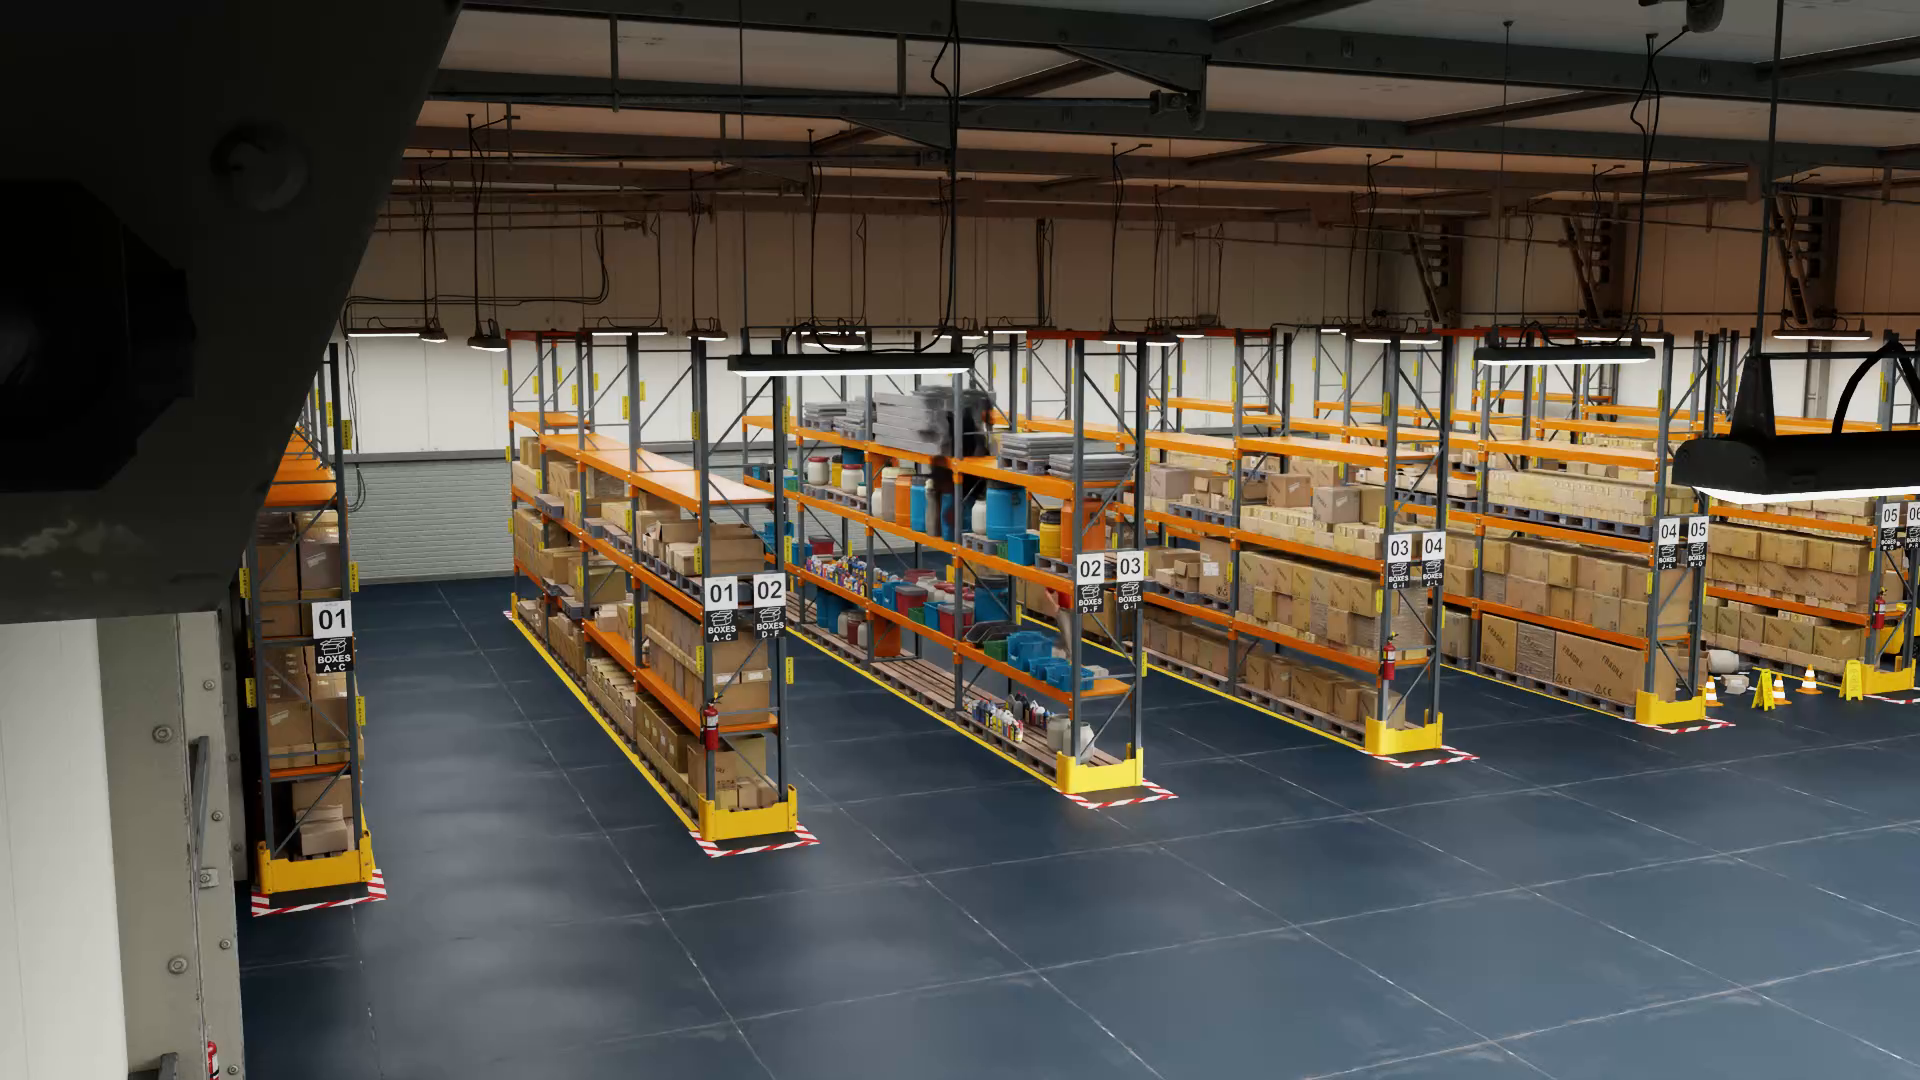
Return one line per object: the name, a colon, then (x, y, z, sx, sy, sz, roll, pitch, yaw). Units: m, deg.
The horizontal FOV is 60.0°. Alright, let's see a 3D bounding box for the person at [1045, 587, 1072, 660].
person: (1.857, 1.311, 28.603, 0.664, 1.757, 0.881, -4, 9, -30)
